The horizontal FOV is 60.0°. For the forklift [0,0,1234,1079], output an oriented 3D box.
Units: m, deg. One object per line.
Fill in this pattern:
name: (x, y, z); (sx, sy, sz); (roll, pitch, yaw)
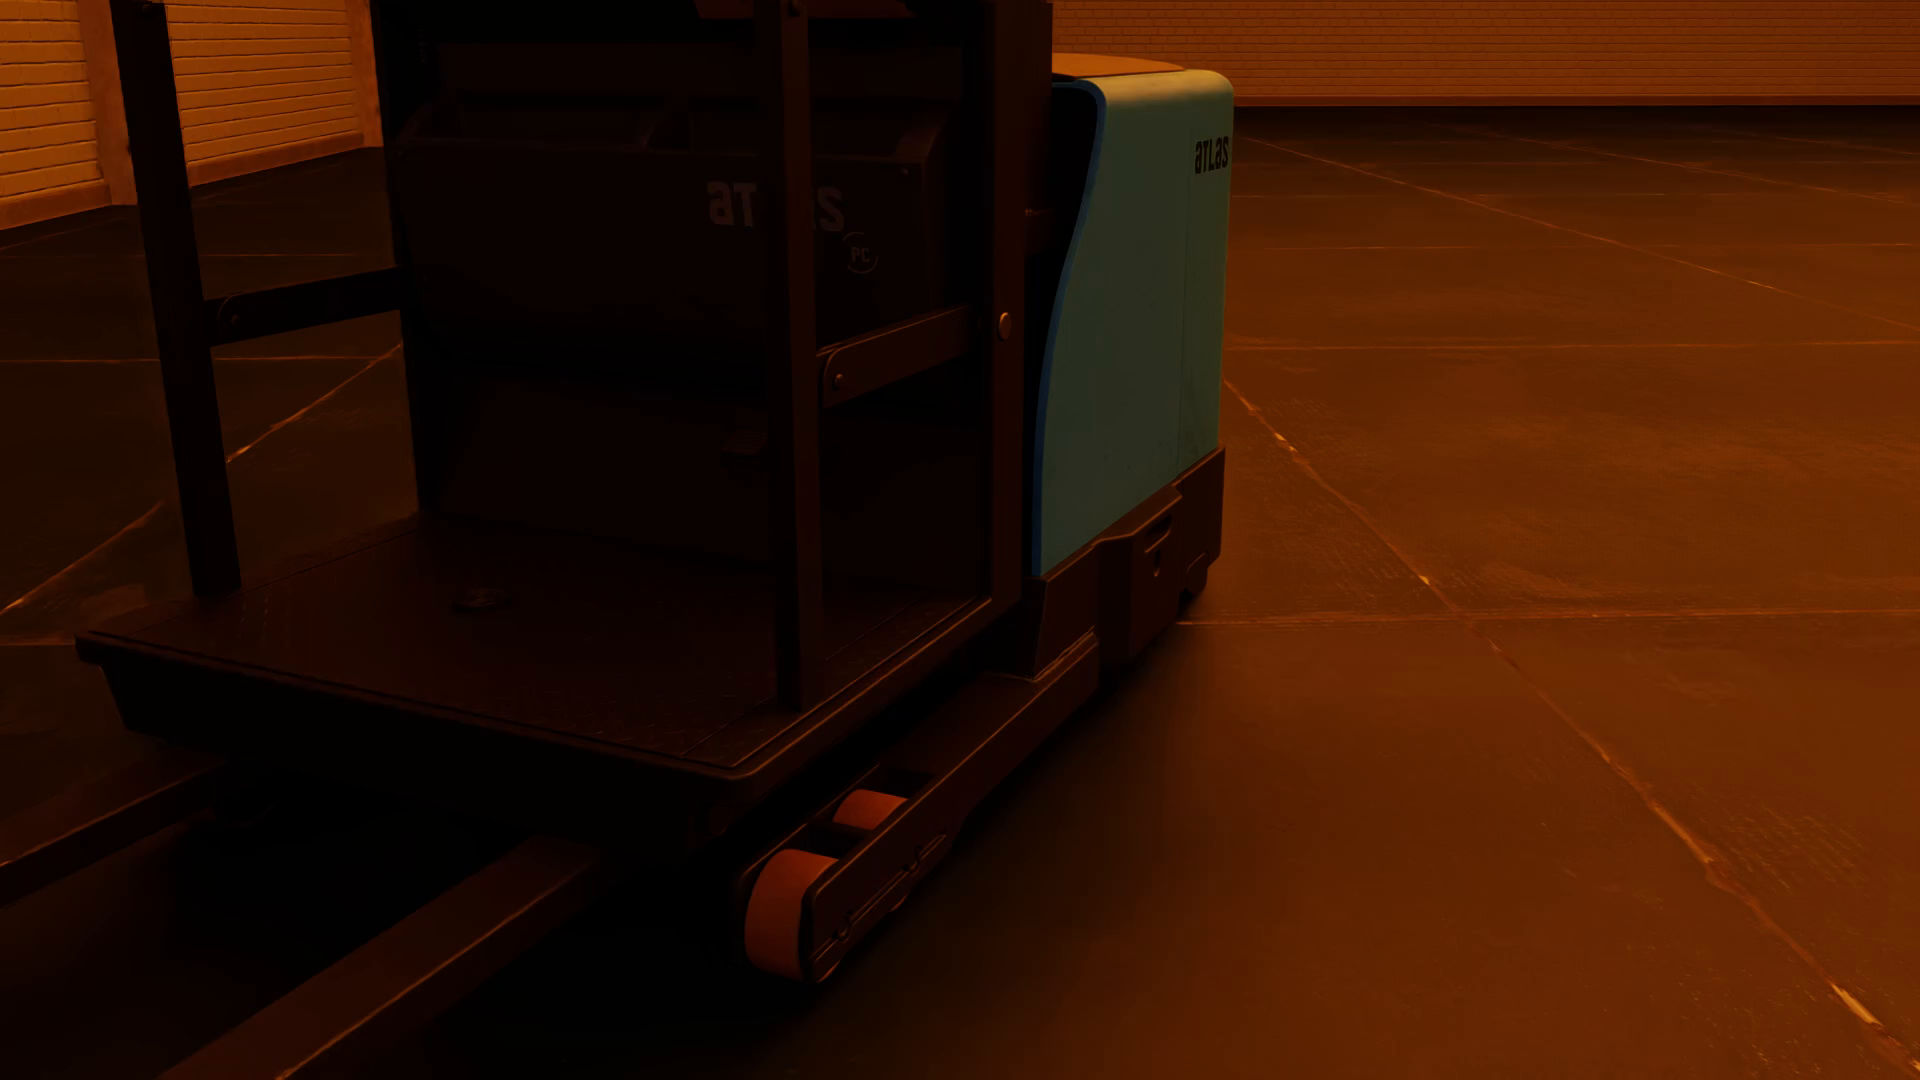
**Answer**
forklift: (-0.528, -0.988, 2.139); (1.130, 2.935, 3.031); (8, 19, 24)
